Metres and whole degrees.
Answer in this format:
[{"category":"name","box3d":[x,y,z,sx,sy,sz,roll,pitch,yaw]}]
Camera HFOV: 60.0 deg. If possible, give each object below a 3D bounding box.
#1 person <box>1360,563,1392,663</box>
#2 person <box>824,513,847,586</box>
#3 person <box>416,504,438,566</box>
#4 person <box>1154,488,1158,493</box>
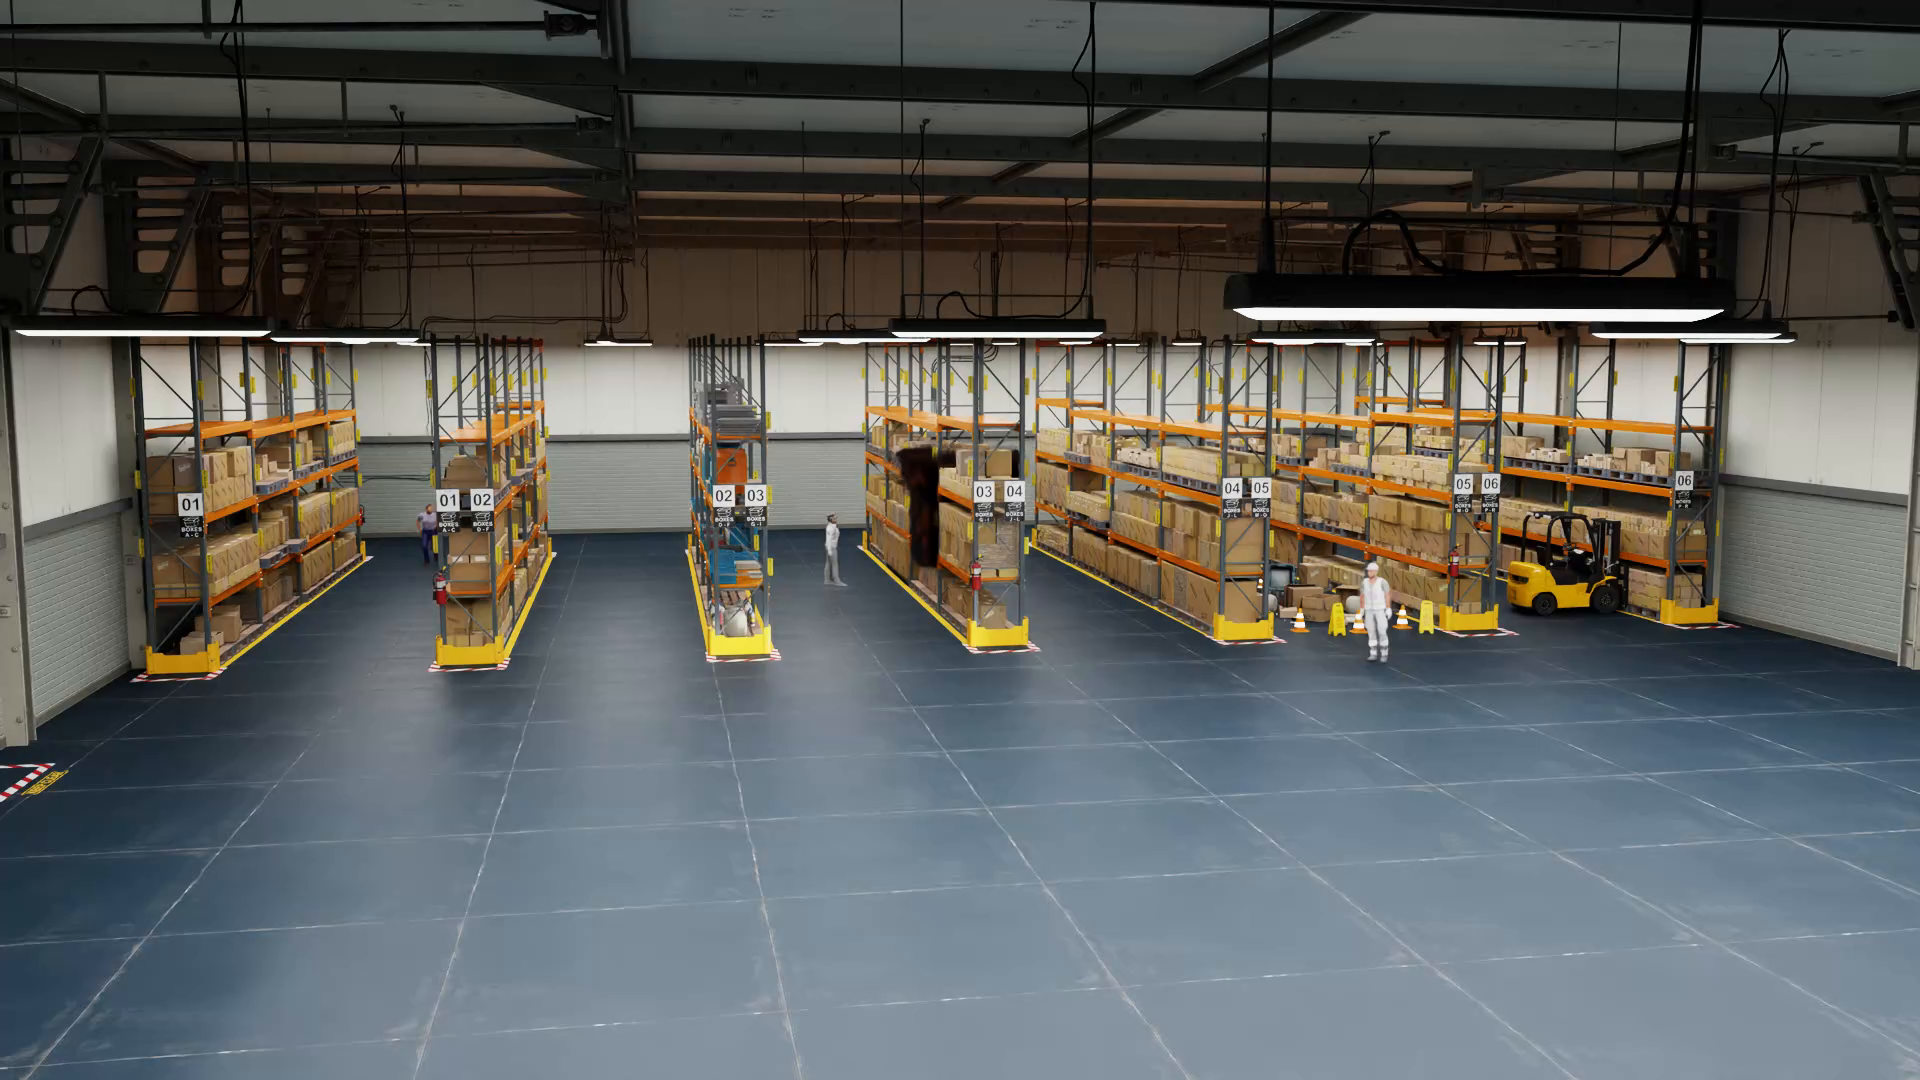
[{"category":"person","box3d":[7.635,1.334,30.656,0.605,1.822,0.382,4,8,33]},{"category":"person","box3d":[-2.877,0.200,38.352,0.528,1.675,0.508,0,7,-4]},{"category":"person","box3d":[-14.155,-0.131,44.330,0.635,1.679,0.719,-1,7,-6]},{"category":"person","box3d":[6.126,-0.968,51.237,0.855,1.632,0.483,-2,7,-16]}]
